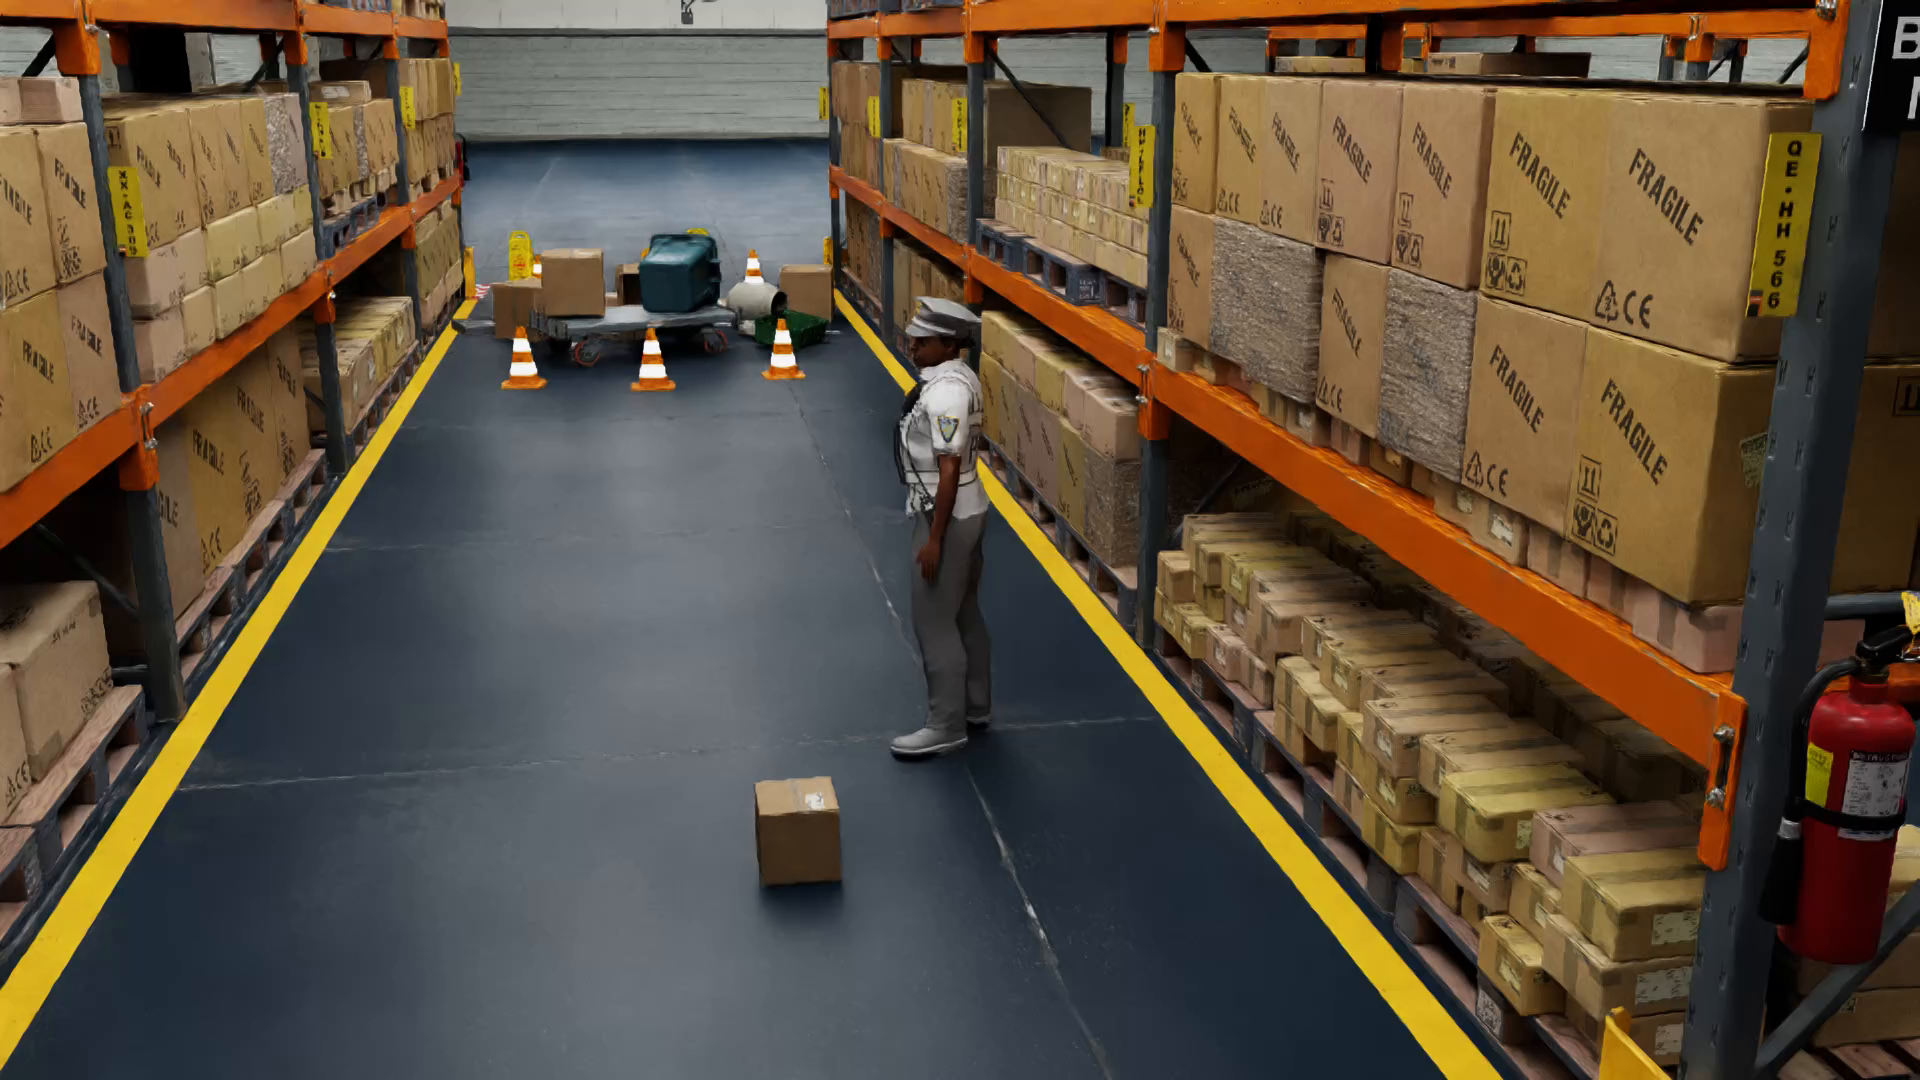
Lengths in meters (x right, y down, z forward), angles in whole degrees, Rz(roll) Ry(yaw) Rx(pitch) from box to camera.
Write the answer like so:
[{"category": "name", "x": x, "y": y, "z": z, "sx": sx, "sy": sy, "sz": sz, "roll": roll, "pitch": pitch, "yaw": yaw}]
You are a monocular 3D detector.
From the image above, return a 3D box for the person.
[{"category": "person", "x": -0.064, "y": -0.063, "z": 6.154, "sx": 0.353, "sy": 1.689, "sz": 0.553, "roll": 2, "pitch": 17, "yaw": 6}]
